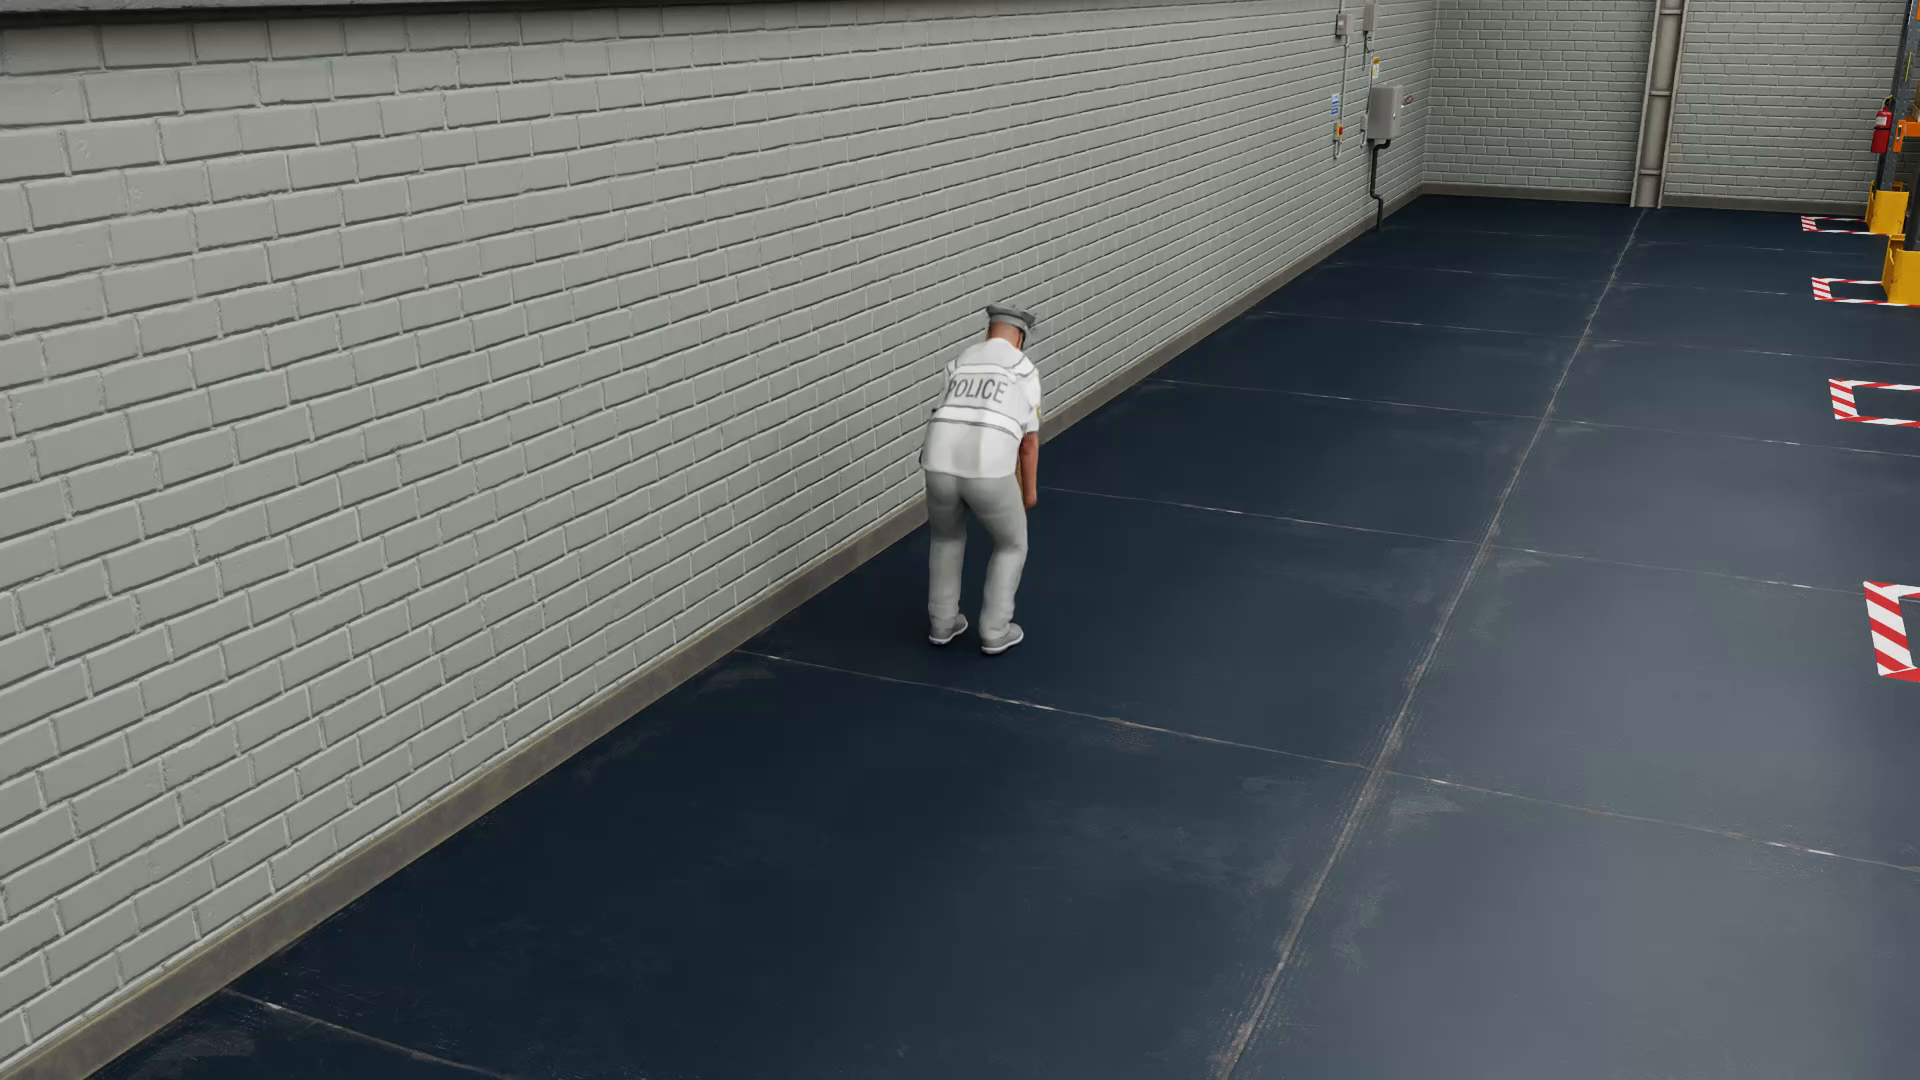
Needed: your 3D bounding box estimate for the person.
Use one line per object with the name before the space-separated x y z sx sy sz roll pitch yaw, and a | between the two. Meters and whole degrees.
person | 0.129 -0.294 7.770 0.488 1.528 0.860 8 20 22
